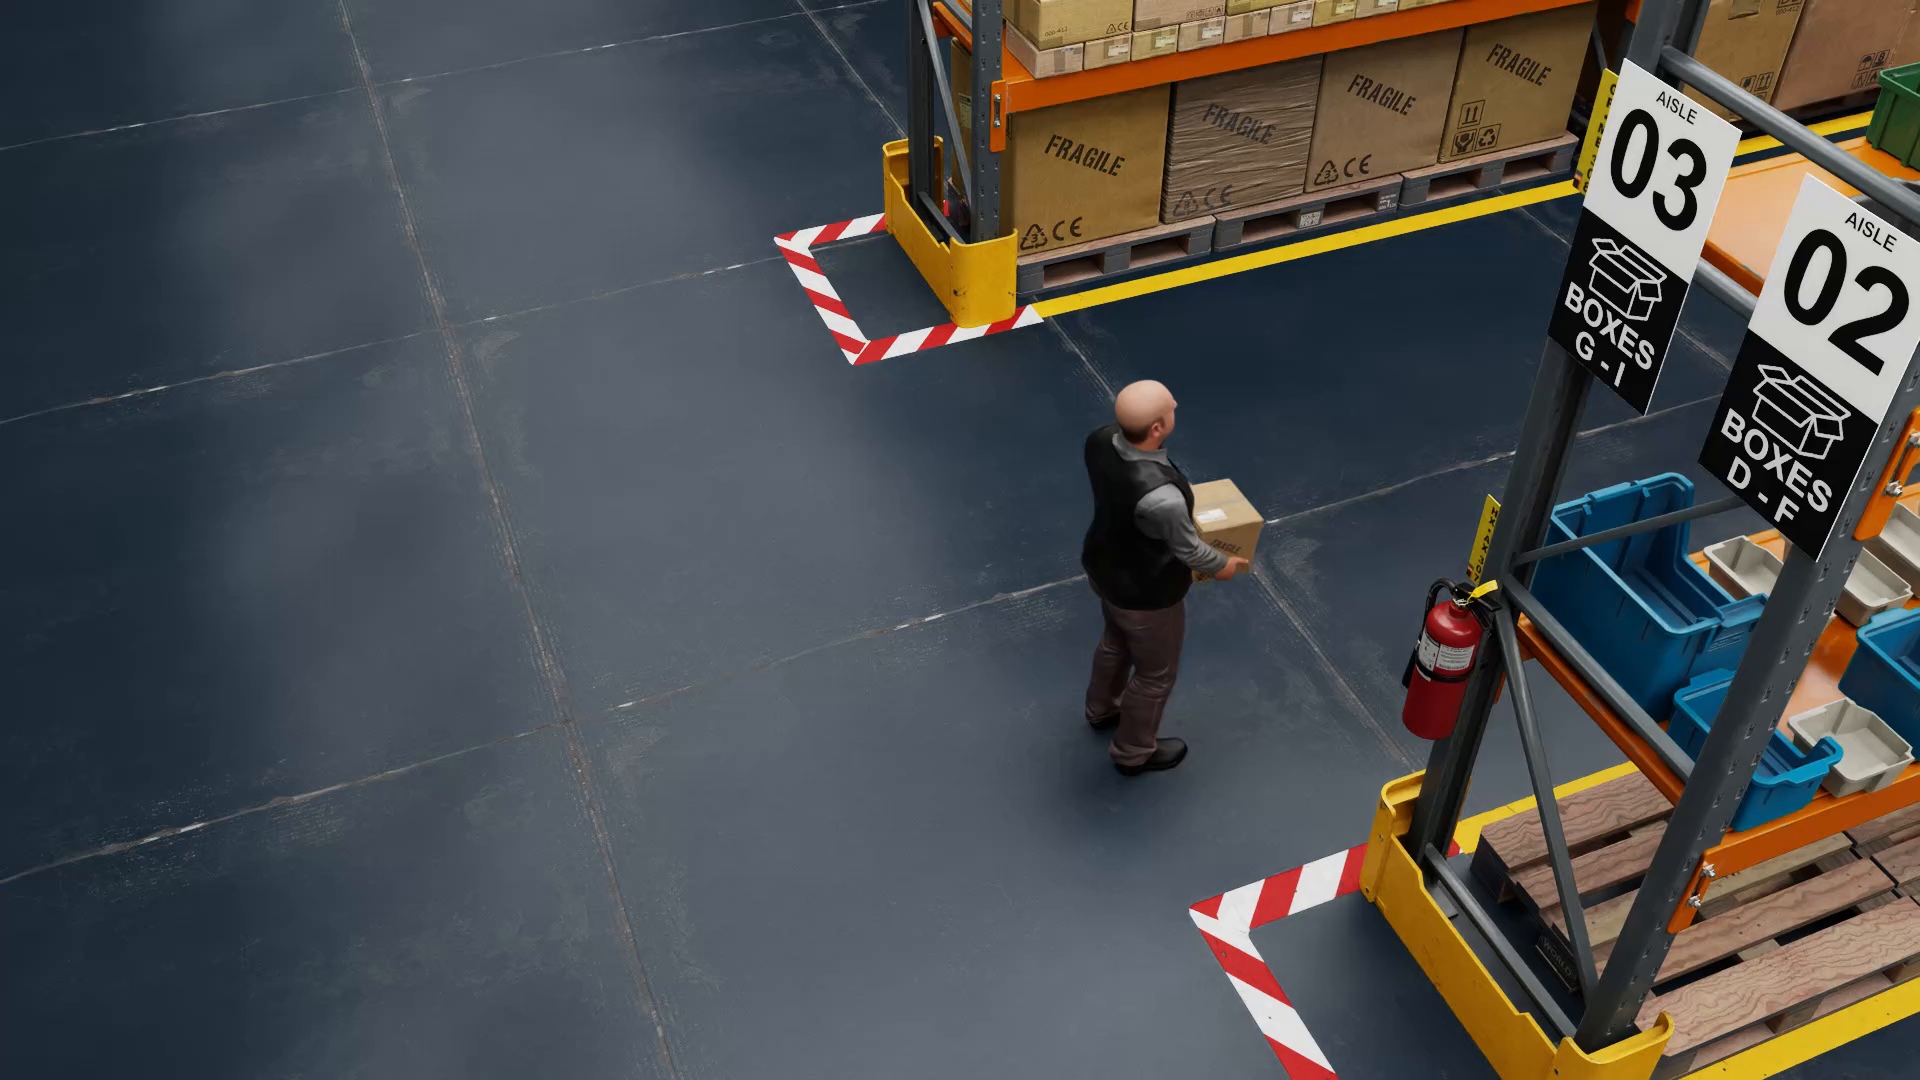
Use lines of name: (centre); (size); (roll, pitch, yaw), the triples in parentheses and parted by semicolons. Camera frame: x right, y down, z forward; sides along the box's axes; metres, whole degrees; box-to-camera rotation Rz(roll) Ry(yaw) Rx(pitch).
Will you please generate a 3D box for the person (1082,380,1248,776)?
person: (0.729, 0.111, 6.051); (0.547, 1.722, 0.508); (-15, 44, -17)
